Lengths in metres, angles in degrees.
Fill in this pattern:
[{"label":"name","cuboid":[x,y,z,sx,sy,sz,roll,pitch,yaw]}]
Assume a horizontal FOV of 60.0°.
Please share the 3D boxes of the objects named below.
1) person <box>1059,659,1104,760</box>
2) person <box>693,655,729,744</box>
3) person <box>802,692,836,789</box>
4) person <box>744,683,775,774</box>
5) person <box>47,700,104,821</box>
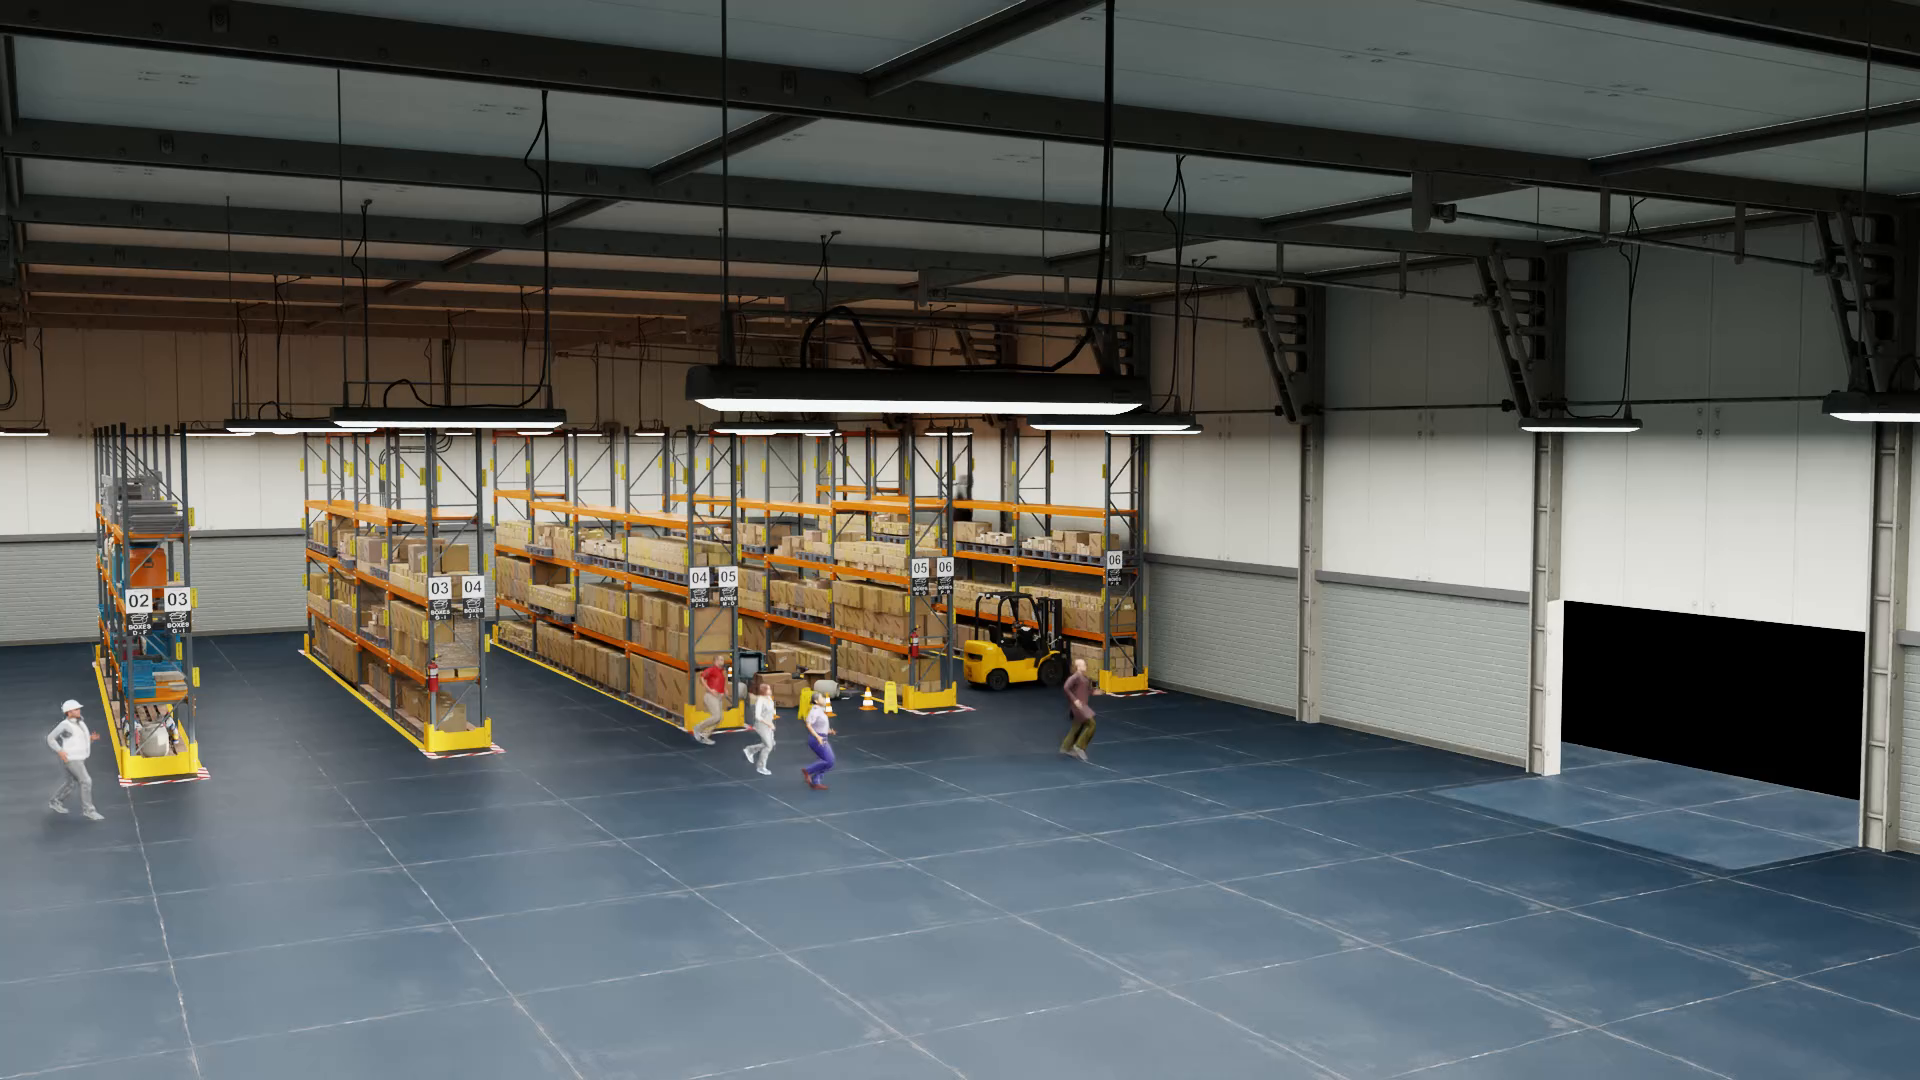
[{"label":"person","cuboid":[2.170,3.044,29.797,0.793,1.814,0.679,1,4,10]},{"label":"person","cuboid":[-4.662,3.000,31.413,0.593,1.640,0.735,1,4,16]},{"label":"person","cuboid":[-2.306,3.288,27.160,0.549,1.591,0.608,0,3,-2]},{"label":"person","cuboid":[-3.419,3.225,28.530,0.610,1.573,0.554,1,4,14]},{"label":"person","cuboid":[-13.315,3.308,25.003,0.868,1.809,0.641,0,3,-4]}]
